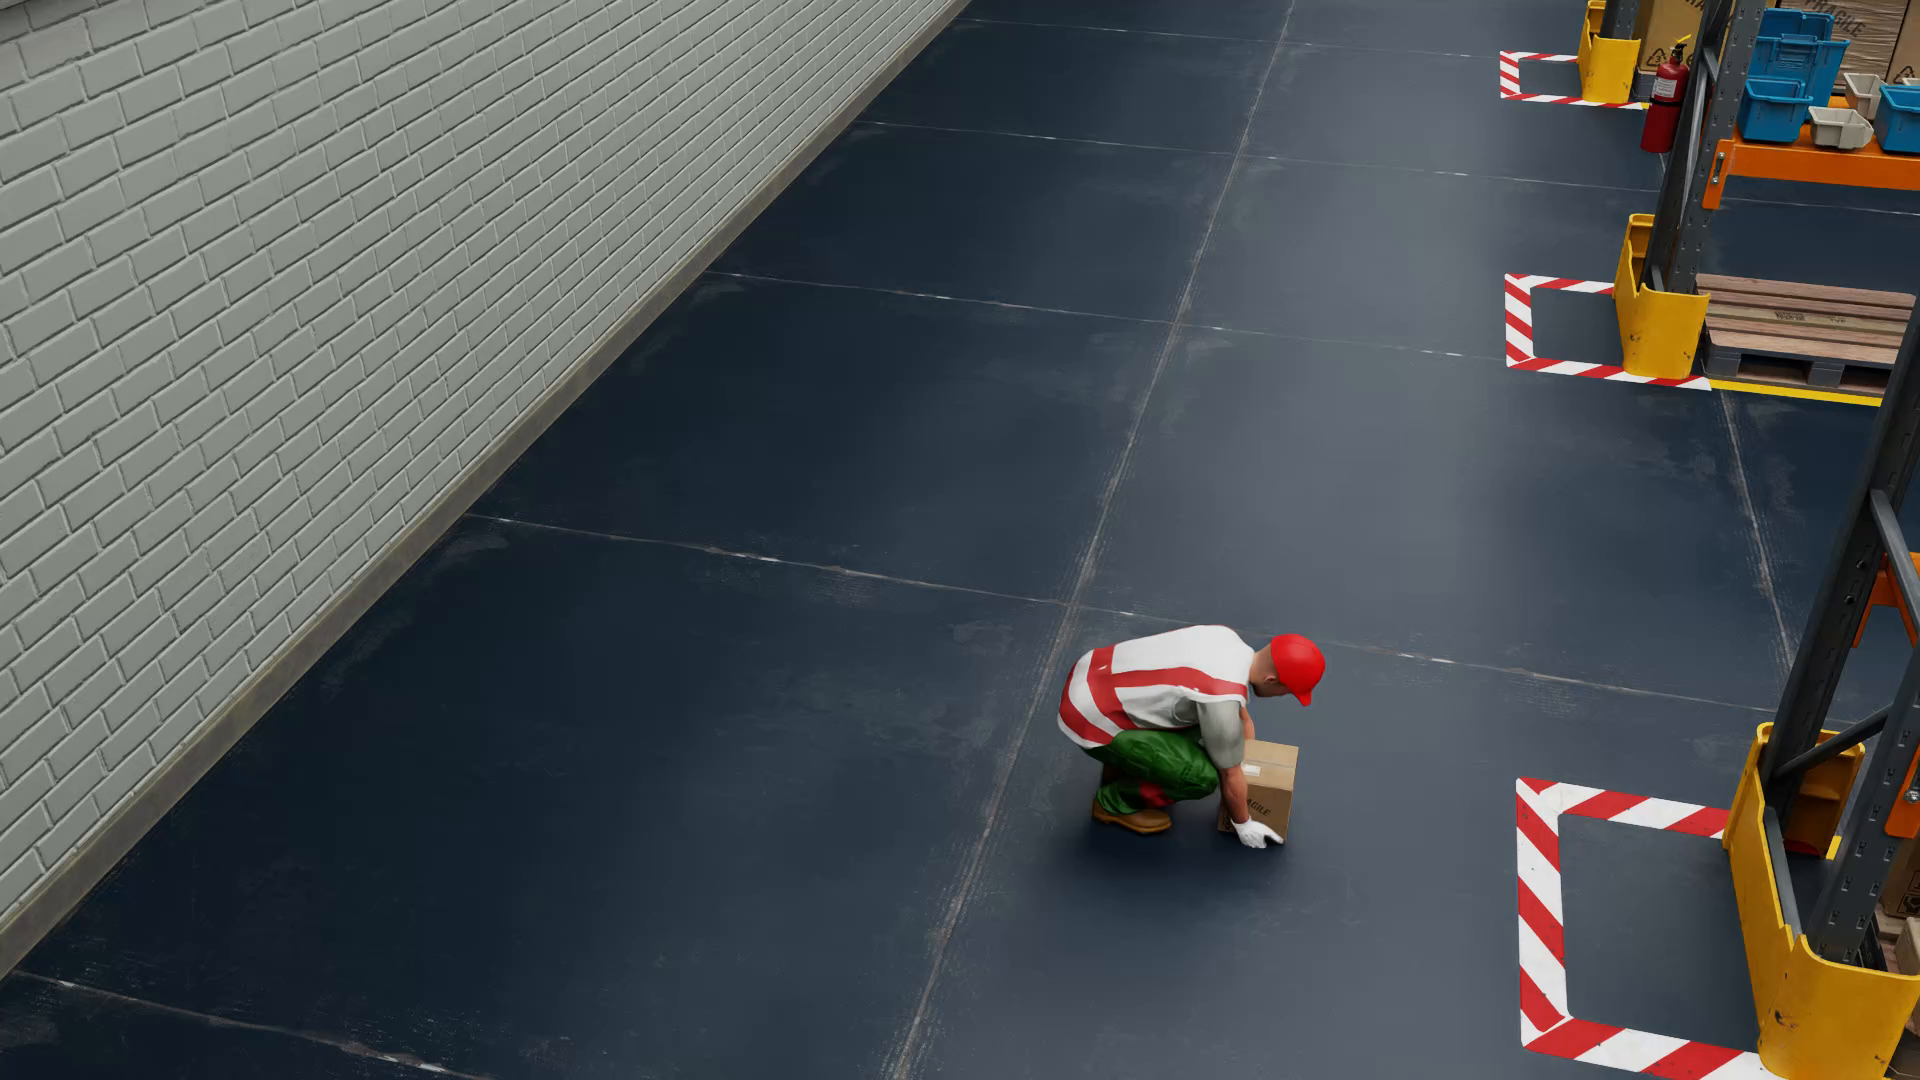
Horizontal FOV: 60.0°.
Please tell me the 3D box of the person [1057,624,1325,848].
[{"bbox_3d":[0.818,0.695,6.047,0.919,0.885,0.553,8,33,12],"label":"person"}]
